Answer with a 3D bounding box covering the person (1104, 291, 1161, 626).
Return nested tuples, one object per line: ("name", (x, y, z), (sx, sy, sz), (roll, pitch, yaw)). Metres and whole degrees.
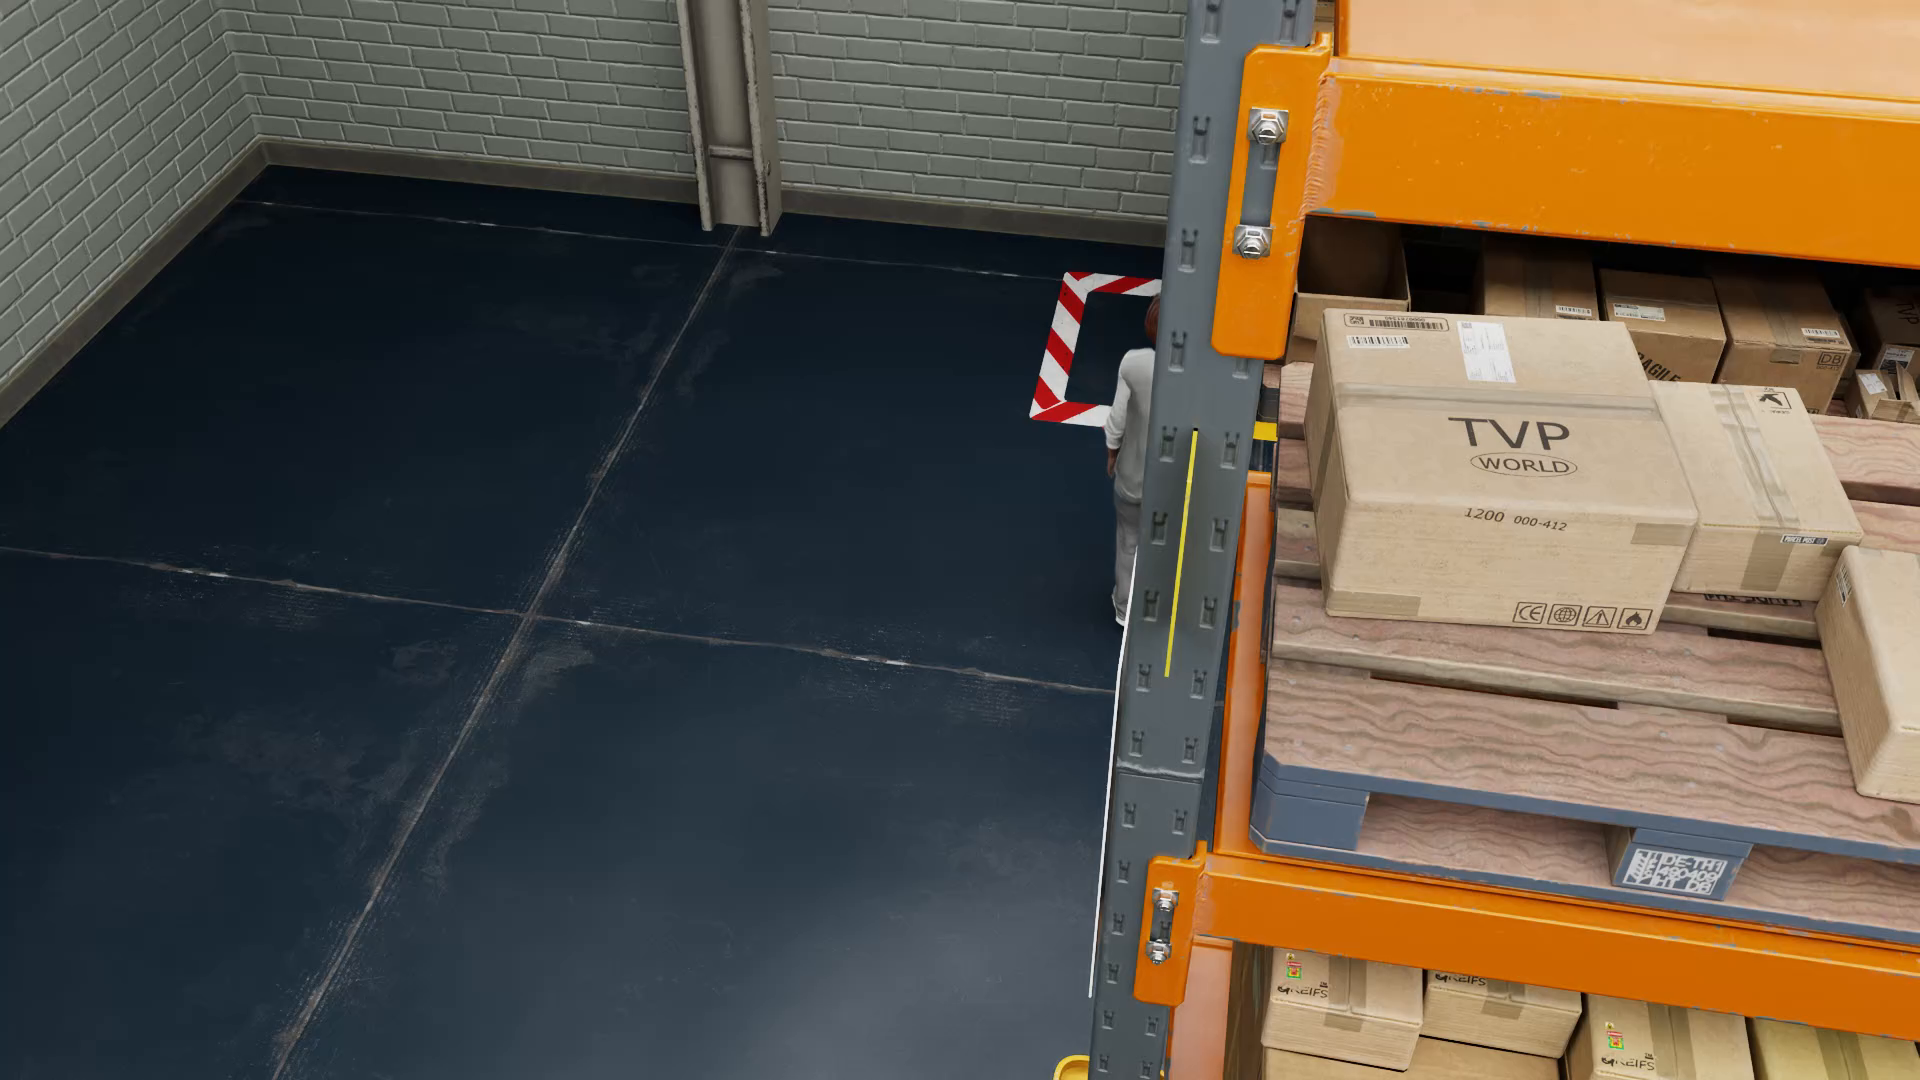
("person", (0.781, -0.270, 6.474), (0.455, 1.594, 0.374), (5, 41, 6))
